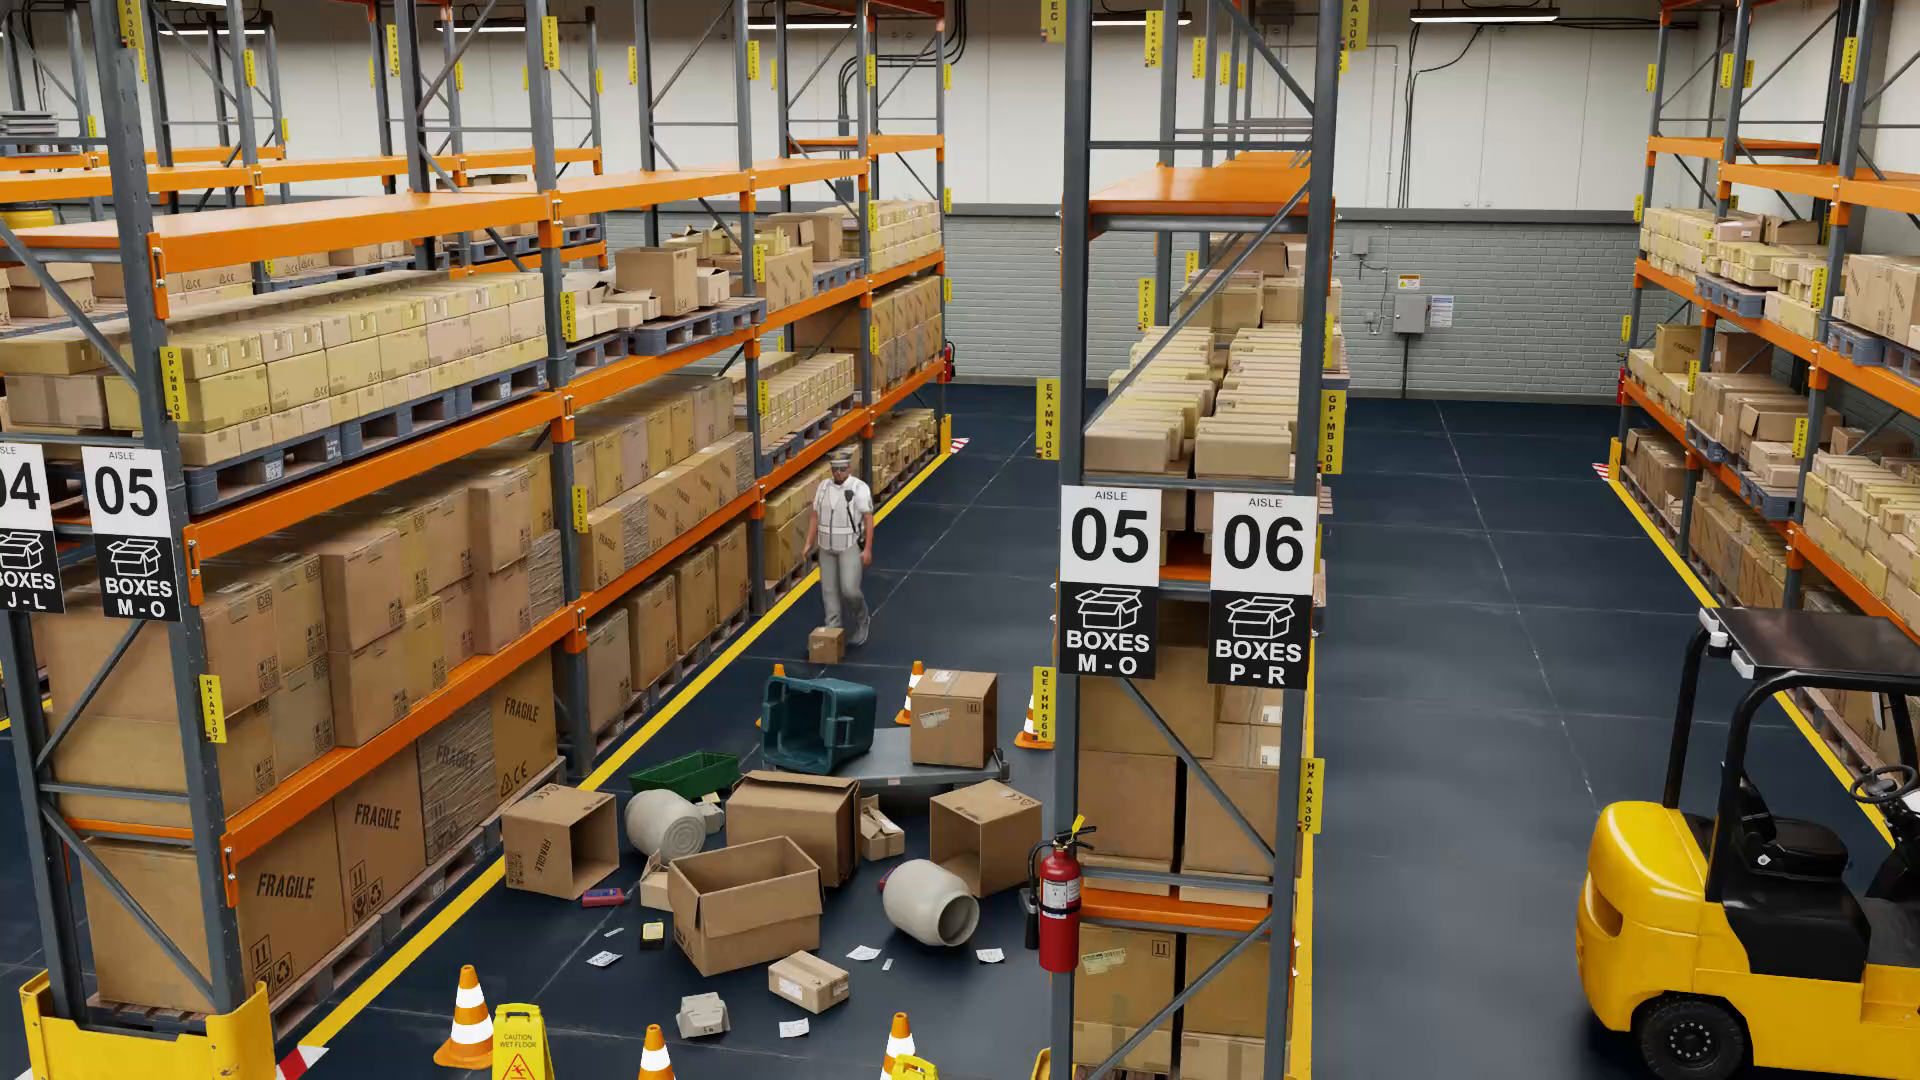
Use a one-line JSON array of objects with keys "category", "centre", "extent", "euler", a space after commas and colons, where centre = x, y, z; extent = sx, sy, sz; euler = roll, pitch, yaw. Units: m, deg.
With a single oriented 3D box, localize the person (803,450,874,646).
[{"category": "person", "centre": [-1.090, 0.088, 14.668], "extent": [0.594, 1.767, 0.535], "euler": [6, 16, 23]}]
